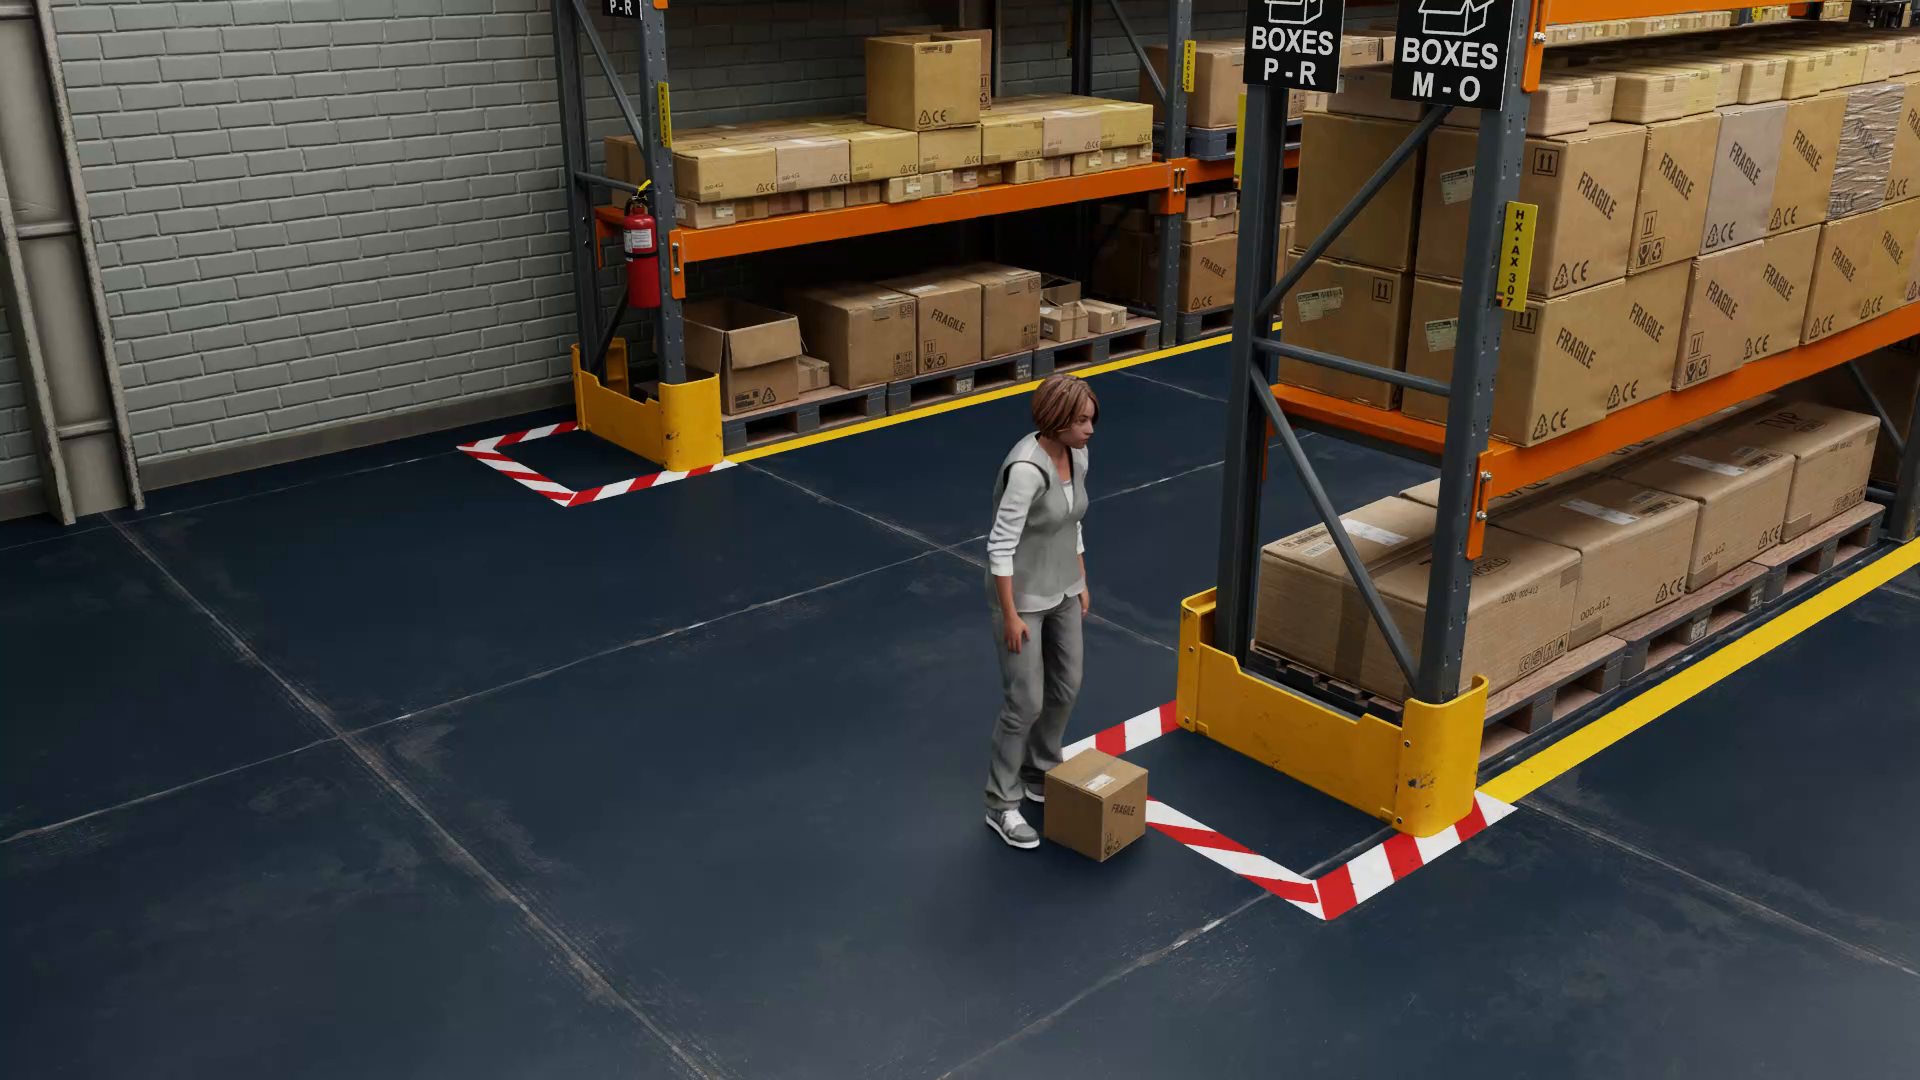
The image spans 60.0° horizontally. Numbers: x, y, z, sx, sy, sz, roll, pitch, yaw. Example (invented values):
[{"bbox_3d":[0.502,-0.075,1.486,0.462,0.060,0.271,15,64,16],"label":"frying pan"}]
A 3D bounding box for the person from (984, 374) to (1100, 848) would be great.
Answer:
[{"bbox_3d":[0.268,0.269,5.571,0.347,1.475,0.485,17,27,36],"label":"person"}]
